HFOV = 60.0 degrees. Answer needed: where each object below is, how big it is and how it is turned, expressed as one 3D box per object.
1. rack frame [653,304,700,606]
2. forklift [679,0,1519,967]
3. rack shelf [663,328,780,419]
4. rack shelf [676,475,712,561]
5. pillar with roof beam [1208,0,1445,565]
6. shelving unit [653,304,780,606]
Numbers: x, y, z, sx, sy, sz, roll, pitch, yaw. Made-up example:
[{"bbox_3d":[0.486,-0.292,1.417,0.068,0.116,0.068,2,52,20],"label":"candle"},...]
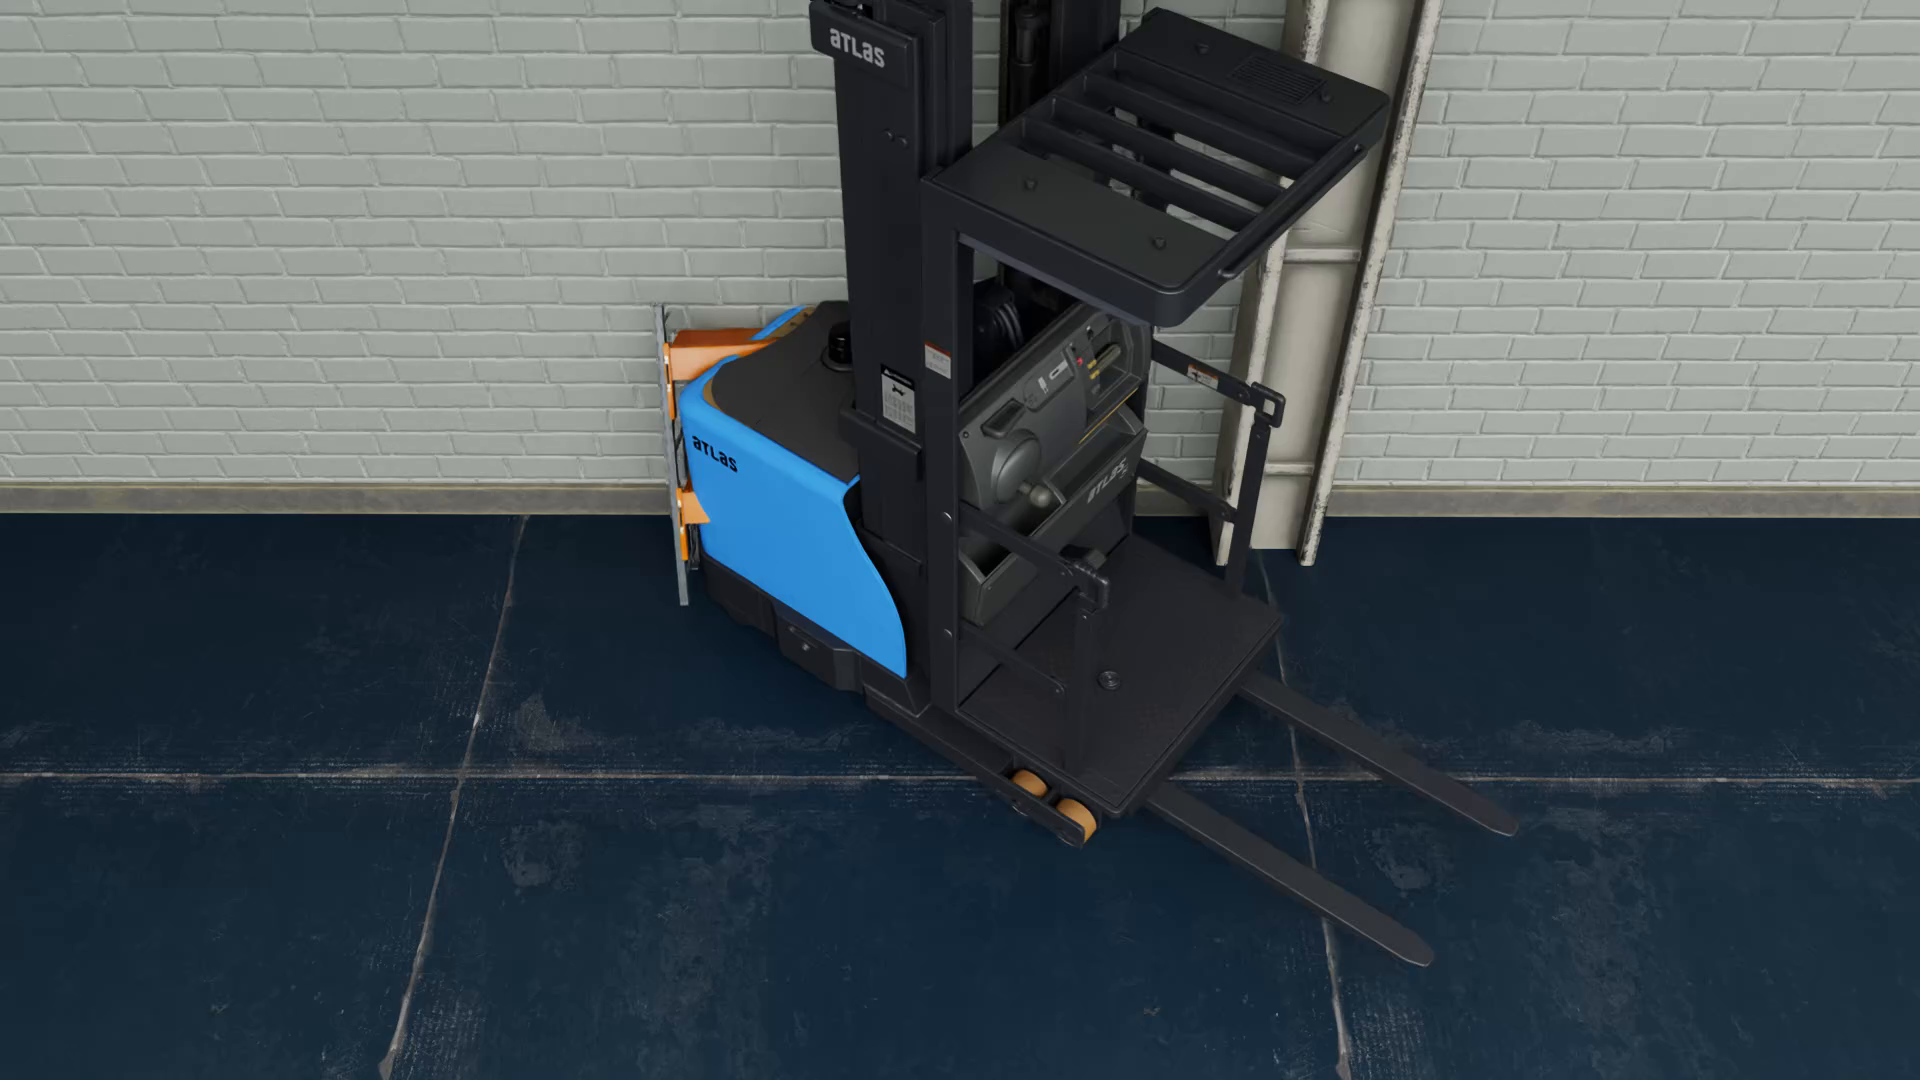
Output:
[{"bbox_3d":[-1.057,-0.369,6.245,0.032,1.125,0.500,-3,19,-2],"label":"rack frame"},{"bbox_3d":[0.475,-0.386,5.107,3.031,2.935,1.130,30,54,25],"label":"forklift"},{"bbox_3d":[-0.558,-0.669,6.169,1.000,0.278,0.538,-3,19,-2],"label":"rack shelf"},{"bbox_3d":[-0.542,-0.161,6.345,1.000,0.278,0.538,-3,19,-2],"label":"rack shelf"},{"bbox_3d":[1.204,0.073,0.534,0.400,9.000,9.100,0,47,0],"label":"pillar with roof beam"},{"bbox_3d":[-0.549,-0.392,6.265,1.048,1.125,0.538,-3,19,-2],"label":"shelving unit"}]
